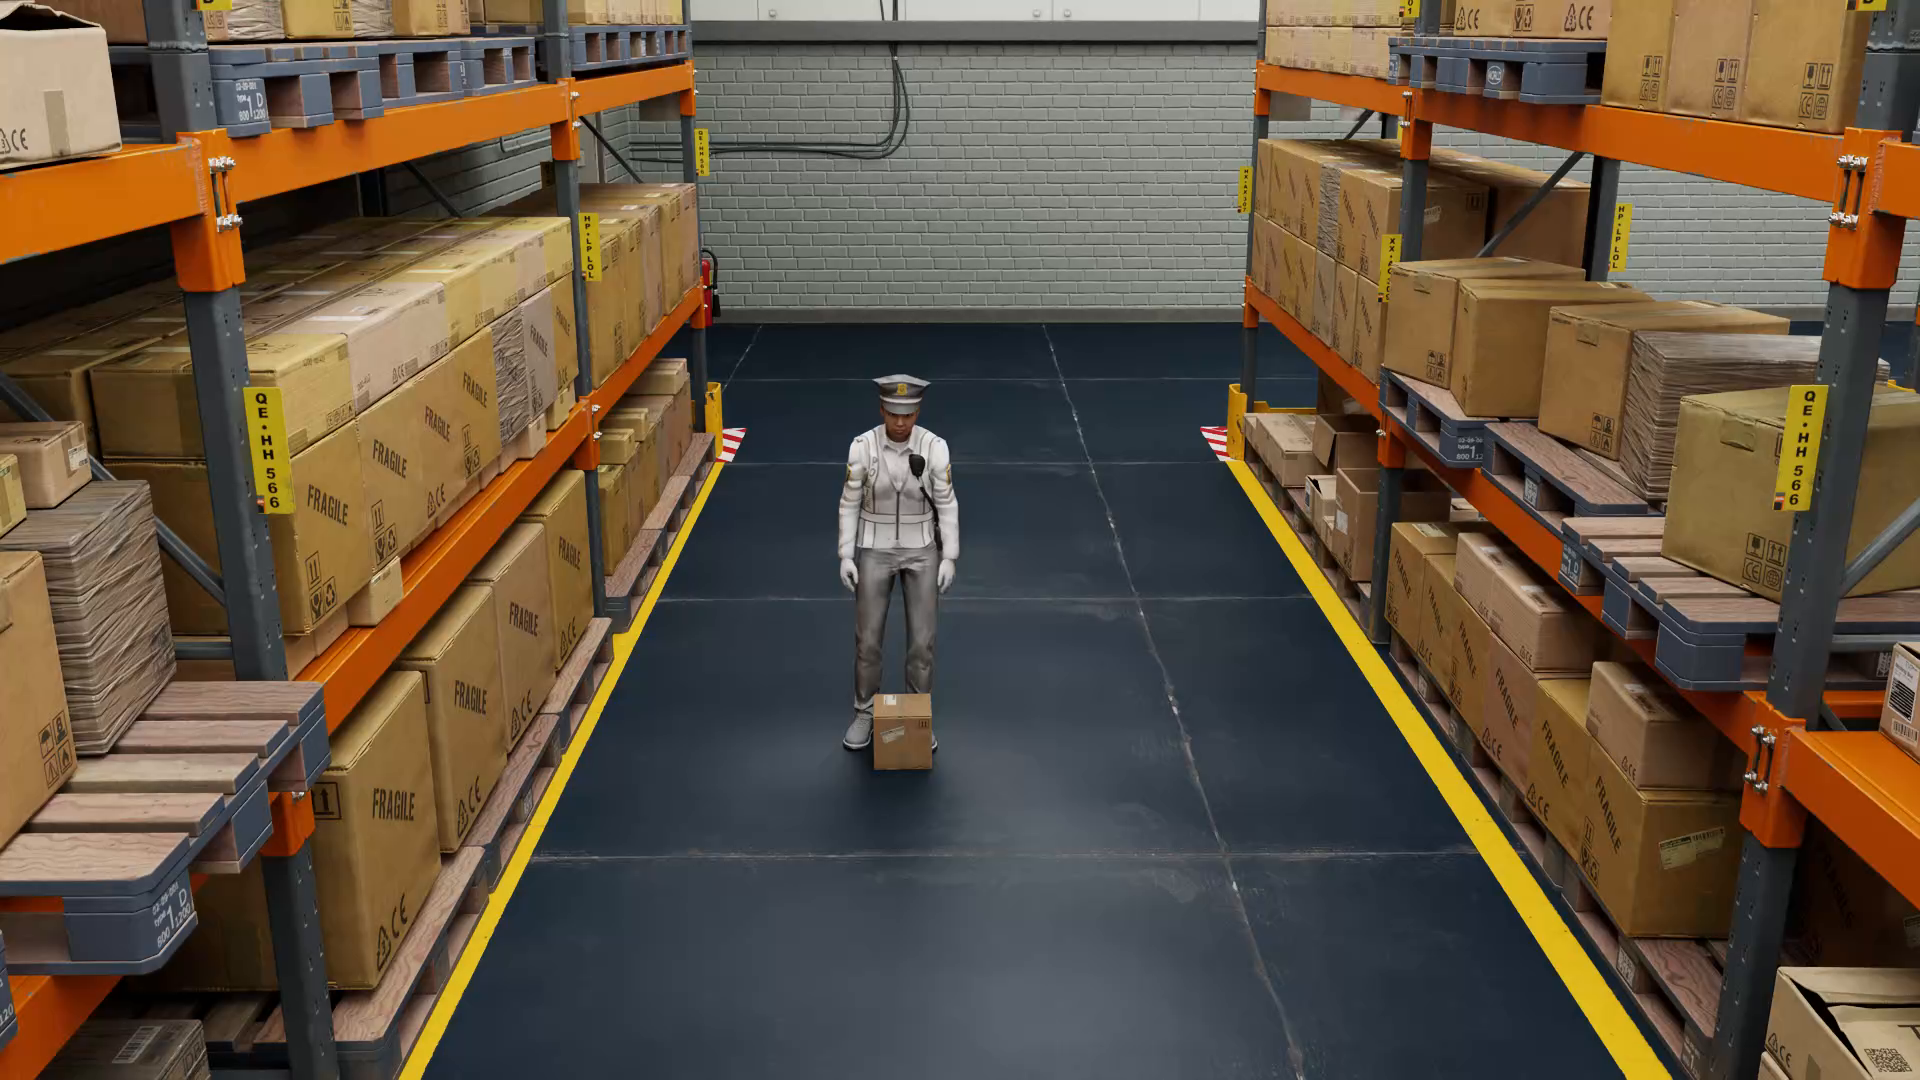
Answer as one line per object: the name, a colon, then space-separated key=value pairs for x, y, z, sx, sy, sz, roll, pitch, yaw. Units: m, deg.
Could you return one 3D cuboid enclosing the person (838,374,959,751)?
person: x=-0.268 y=0.092 z=7.243 sx=0.528 sy=1.663 sz=0.408 roll=0 pitch=17 yaw=-1
